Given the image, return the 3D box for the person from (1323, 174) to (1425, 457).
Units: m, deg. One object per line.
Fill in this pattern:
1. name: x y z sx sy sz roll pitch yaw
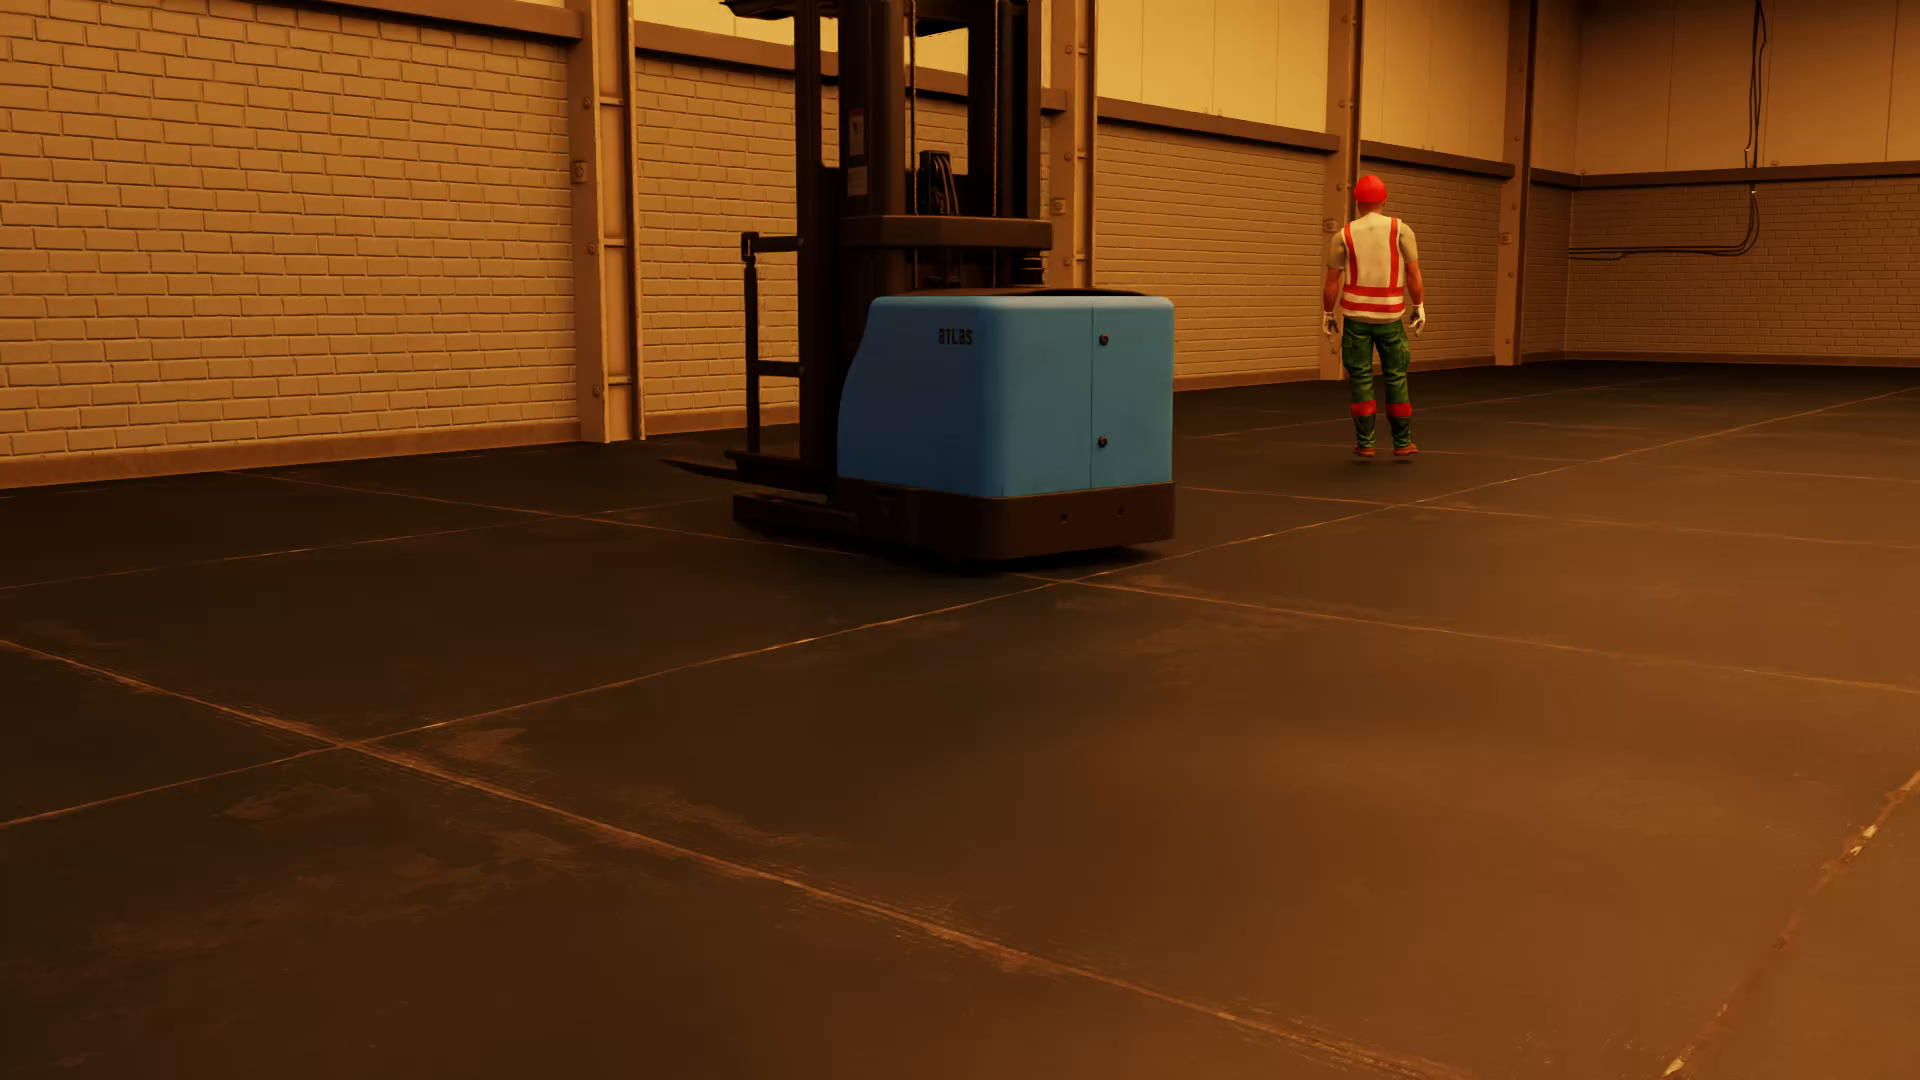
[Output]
1. person: 2.669 -1.437 10.723 0.638 1.786 0.565 2 9 14

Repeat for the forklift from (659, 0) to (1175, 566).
1. forklift: -0.402 -1.515 7.635 1.130 2.935 3.031 -6 11 -37
